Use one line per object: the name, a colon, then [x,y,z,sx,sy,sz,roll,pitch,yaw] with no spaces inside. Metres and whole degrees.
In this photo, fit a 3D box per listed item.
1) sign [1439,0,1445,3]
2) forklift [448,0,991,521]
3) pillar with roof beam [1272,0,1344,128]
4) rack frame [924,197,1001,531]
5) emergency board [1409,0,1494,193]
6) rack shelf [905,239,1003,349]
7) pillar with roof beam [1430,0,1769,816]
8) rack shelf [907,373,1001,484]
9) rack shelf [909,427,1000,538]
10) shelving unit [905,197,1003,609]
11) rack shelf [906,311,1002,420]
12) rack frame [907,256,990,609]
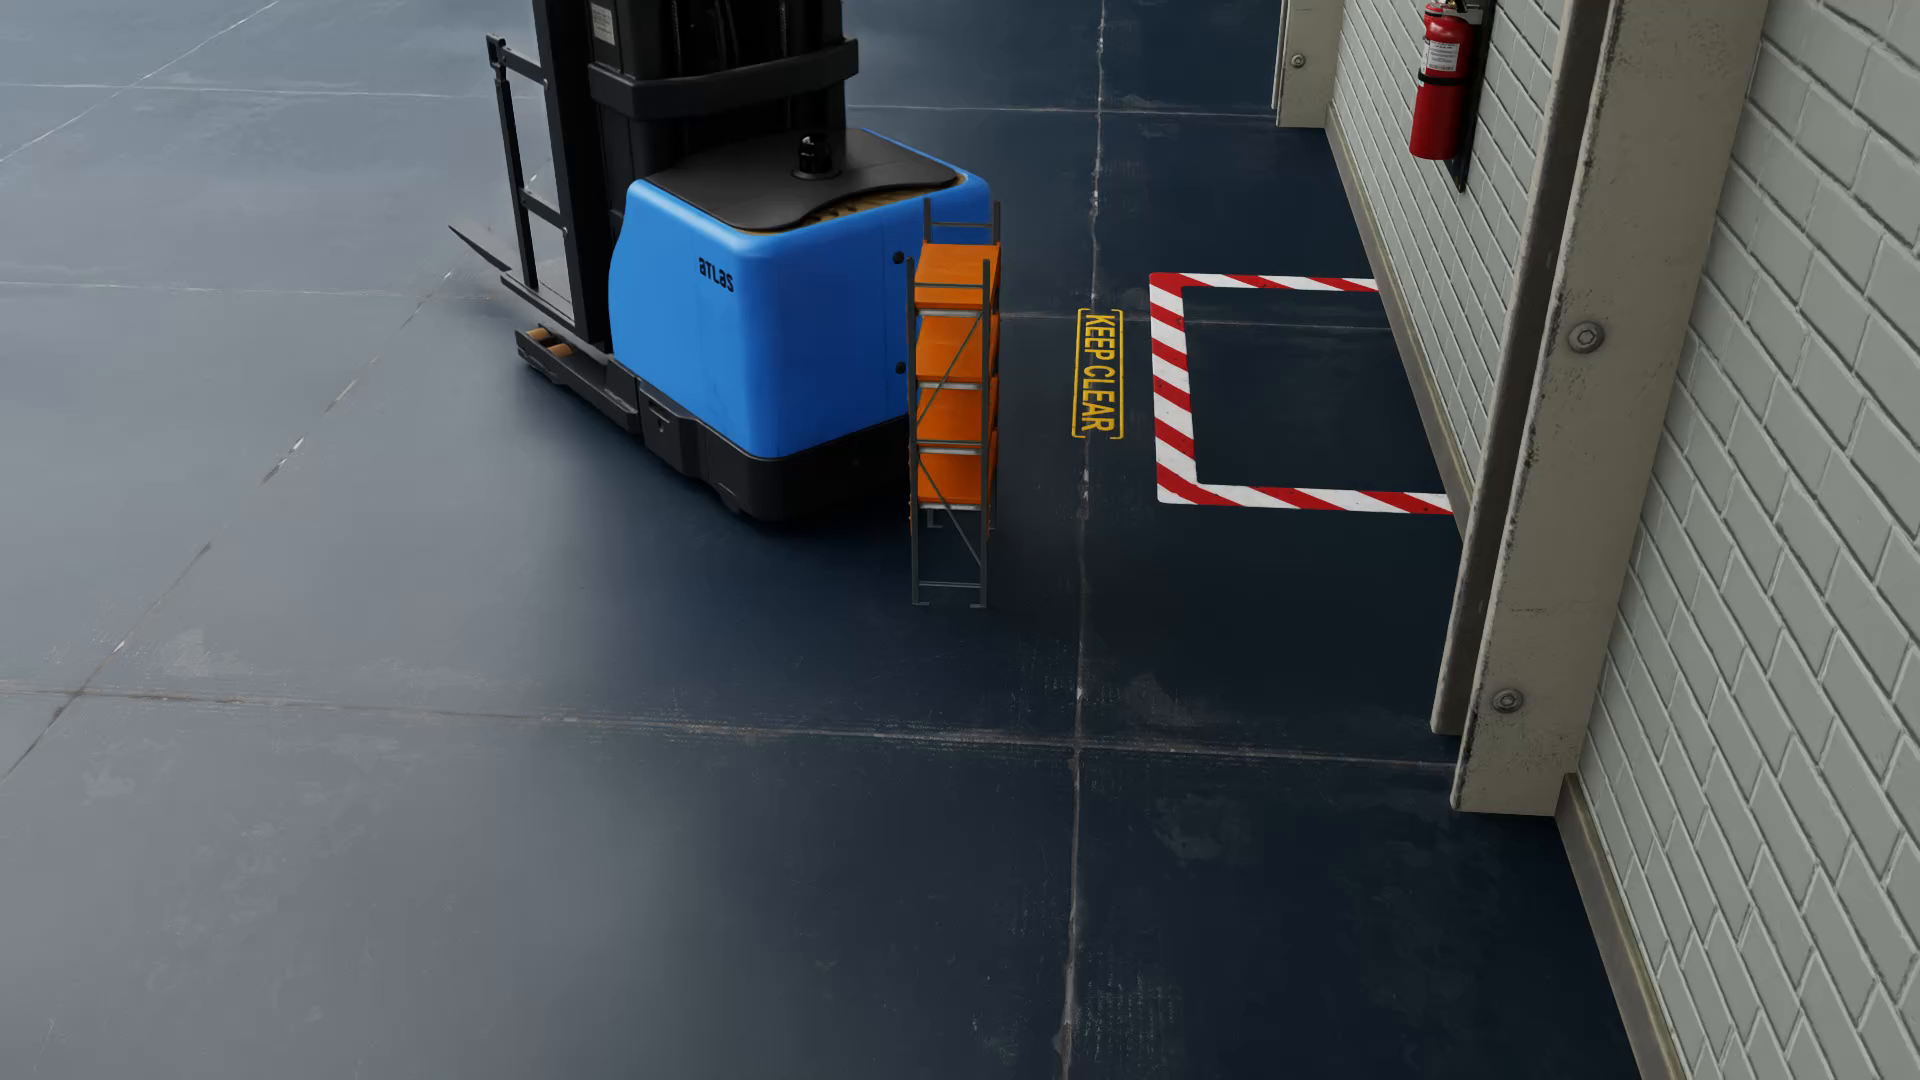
sign: [1.905,-2.225,6.467,0.001,0.329,0.234,2,32,4]
forklift: [-1.182,-2.022,6.237,1.130,2.935,3.031,-22,38,-32]
pillar with roof beam: [-2.284,-6.509,7.735,9.100,9.000,0.400,2,32,4]
rack frame: [0.006,-0.552,5.502,0.240,1.200,0.015,2,32,4]
emergency board: [1.758,-1.925,6.014,0.194,1.169,0.643,2,32,4]
rack shelf: [-0.013,-0.759,5.089,0.258,0.148,0.480,2,32,4]
pillar with roof beam: [-2.772,-3.372,2.644,9.100,9.000,0.400,2,32,4]
rack shelf: [-0.013,-0.367,5.330,0.258,0.148,0.480,2,32,4]
rack shelf: [-0.013,-0.198,5.434,0.258,0.148,0.480,2,32,4]
shelving unit: [-0.013,-0.424,5.295,0.258,1.200,0.503,2,32,4]
rack shelf: [-0.013,-0.557,5.213,0.258,0.148,0.480,2,32,4]
rack frame: [-0.033,-0.297,5.088,0.240,1.200,0.015,2,32,4]
